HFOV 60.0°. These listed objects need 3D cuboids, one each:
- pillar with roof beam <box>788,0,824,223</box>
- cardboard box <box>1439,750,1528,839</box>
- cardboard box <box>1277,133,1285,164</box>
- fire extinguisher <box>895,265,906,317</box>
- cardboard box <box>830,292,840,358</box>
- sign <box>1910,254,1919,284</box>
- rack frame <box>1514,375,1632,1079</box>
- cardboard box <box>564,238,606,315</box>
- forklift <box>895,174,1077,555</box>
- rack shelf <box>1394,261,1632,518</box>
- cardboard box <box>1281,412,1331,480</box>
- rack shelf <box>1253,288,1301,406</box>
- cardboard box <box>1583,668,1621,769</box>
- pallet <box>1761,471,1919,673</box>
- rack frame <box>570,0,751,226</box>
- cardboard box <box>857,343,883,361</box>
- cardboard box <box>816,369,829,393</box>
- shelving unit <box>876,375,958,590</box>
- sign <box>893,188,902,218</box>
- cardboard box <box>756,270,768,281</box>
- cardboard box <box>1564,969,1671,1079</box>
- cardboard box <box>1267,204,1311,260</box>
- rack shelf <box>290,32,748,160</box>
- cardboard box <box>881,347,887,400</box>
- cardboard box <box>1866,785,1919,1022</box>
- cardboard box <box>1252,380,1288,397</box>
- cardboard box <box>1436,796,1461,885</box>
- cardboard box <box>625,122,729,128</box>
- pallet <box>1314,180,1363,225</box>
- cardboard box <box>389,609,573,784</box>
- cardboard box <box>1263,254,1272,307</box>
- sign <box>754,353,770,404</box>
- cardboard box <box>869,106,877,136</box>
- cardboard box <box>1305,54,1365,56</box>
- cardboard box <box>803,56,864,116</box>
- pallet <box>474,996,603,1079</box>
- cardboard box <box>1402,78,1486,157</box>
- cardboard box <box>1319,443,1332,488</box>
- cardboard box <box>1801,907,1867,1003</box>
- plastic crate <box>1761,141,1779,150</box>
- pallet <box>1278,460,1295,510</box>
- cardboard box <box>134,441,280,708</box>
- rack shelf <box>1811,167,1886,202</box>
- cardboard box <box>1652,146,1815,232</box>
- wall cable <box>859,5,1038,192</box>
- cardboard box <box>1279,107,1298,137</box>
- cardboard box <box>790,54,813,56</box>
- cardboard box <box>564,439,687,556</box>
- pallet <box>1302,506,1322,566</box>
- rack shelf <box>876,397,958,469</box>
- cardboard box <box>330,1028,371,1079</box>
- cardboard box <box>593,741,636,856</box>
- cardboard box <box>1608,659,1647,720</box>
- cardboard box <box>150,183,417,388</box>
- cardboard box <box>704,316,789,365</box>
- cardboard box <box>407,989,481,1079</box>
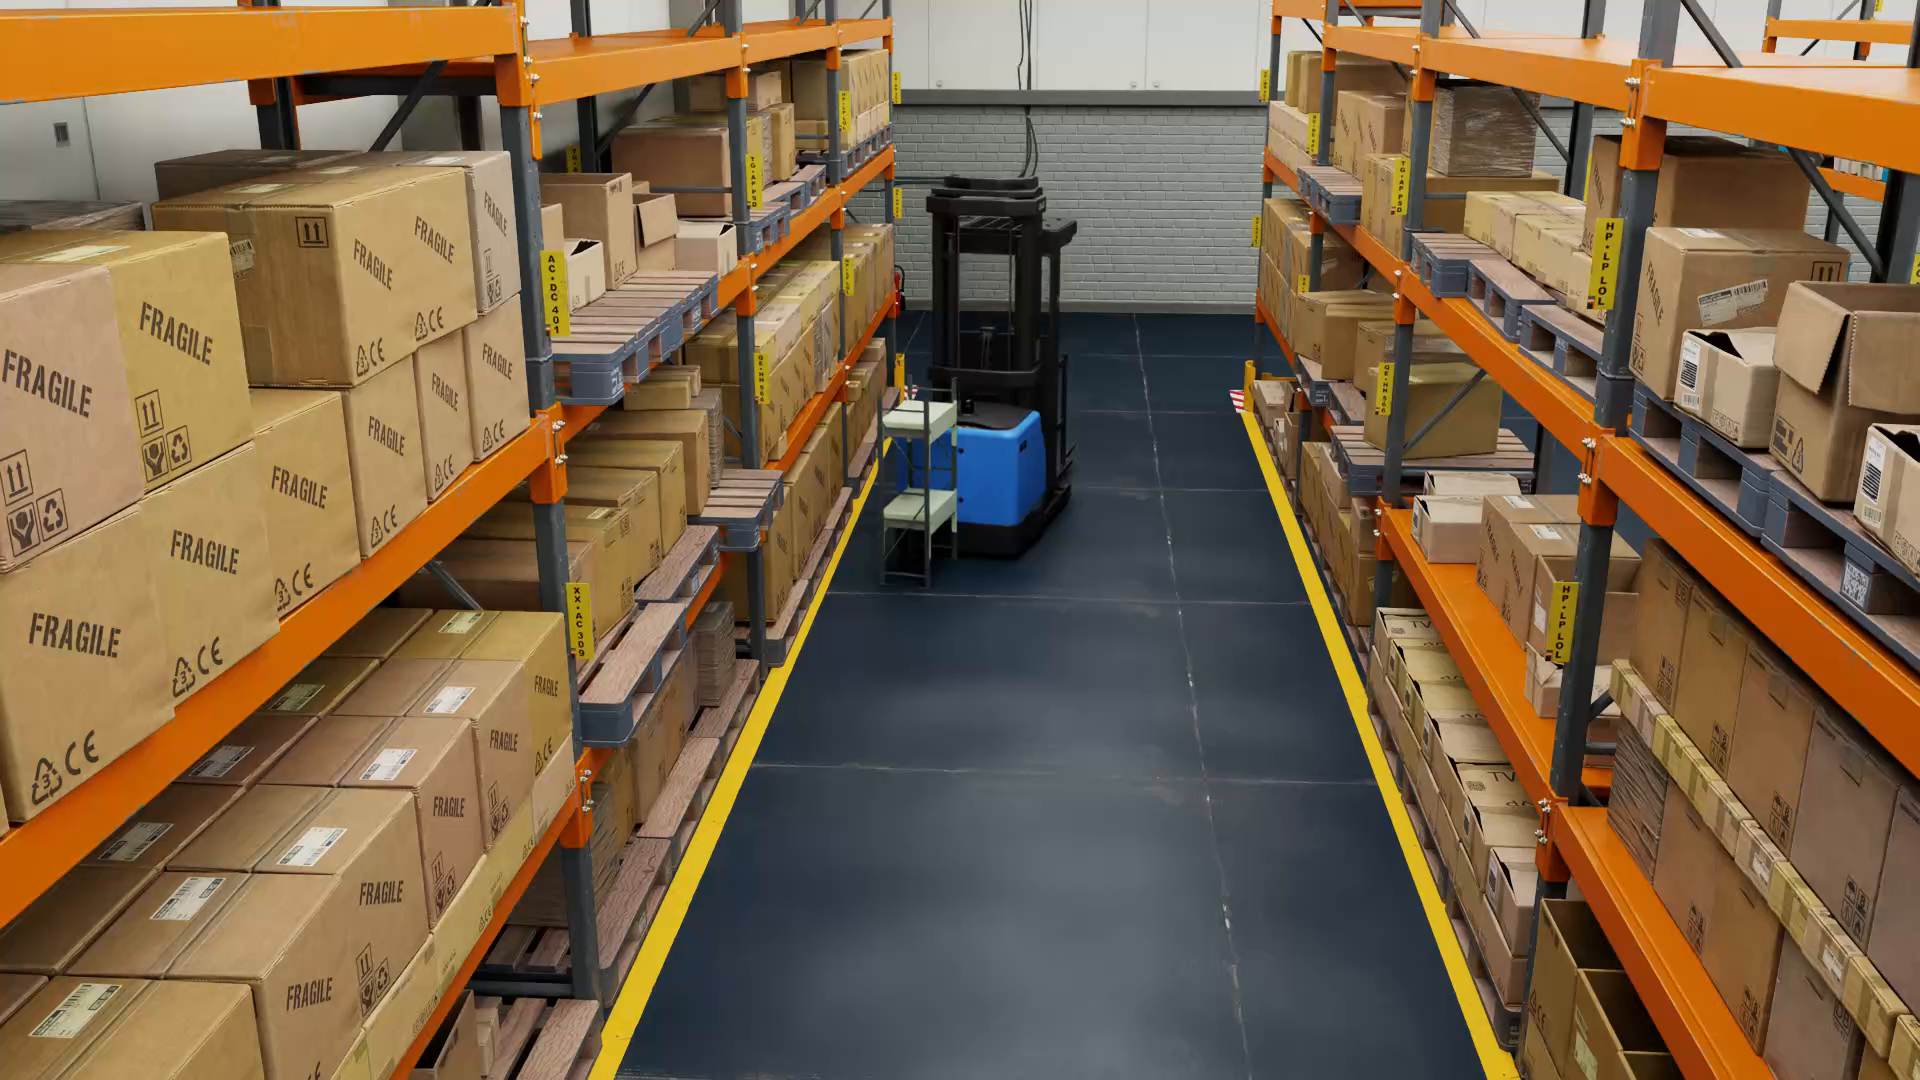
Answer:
[{"bbox_3d":[2.407,-6.610,19.643,9.100,9.000,0.400,1,18,4],"label":"pillar with roof beam"},{"bbox_3d":[2.675,1.231,8.190,0.500,0.311,0.500,1,18,4],"label":"cardboard box"},{"bbox_3d":[3.350,-3.778,16.058,0.500,0.250,0.500,1,18,4],"label":"cardboard box"},{"bbox_3d":[-0.747,-2.820,18.434,0.296,0.674,0.183,1,18,4],"label":"fire extinguisher"},{"bbox_3d":[-1.287,-1.804,13.941,0.500,0.500,0.500,1,18,3],"label":"cardboard box"},{"bbox_3d":[3.417,-0.858,5.948,0.100,0.325,0.005,1,18,4],"label":"sign"},{"bbox_3d":[2.863,0.839,6.544,1.000,3.000,0.127,1,18,4],"label":"rack frame"},{"bbox_3d":[-1.915,-1.212,7.456,0.500,0.311,0.500,2,18,6],"label":"cardboard box"},{"bbox_3d":[0.370,-1.696,14.393,1.130,2.935,3.031,5,19,15],"label":"forklift"},{"bbox_3d":[3.006,-0.865,8.085,1.077,0.370,4.000,1,18,4],"label":"rack shelf"},{"bbox_3d":[3.194,-0.850,15.007,0.500,0.500,0.500,1,18,4],"label":"cardboard box"},{"bbox_3d":[3.580,-1.925,16.135,1.077,0.370,4.000,1,18,4],"label":"rack shelf"},{"bbox_3d":[2.855,0.757,7.037,0.500,0.250,0.500,2,18,7],"label":"cardboard box"},{"bbox_3d":[2.737,0.099,4.128,1.003,0.211,1.213,1,18,4],"label":"pallet"},{"bbox_3d":[-1.792,-3.363,9.736,1.000,3.000,0.127,1,18,4],"label":"rack frame"},{"bbox_3d":[-1.014,-1.974,17.428,0.380,0.149,0.250,2,18,5],"label":"cardboard box"},{"bbox_3d":[-1.265,-1.292,13.420,0.380,0.149,0.250,1,18,4],"label":"cardboard box"},{"bbox_3d":[-0.323,-0.459,12.915,0.431,1.500,0.755,5,19,15],"label":"shelving unit"},{"bbox_3d":[-0.678,-3.643,17.985,0.100,0.325,0.005,1,18,4],"label":"sign"},{"bbox_3d":[-1.829,-2.010,13.365,0.500,0.250,0.500,1,18,5],"label":"cardboard box"},{"bbox_3d":[2.489,1.883,5.898,0.500,0.500,0.500,1,18,4],"label":"cardboard box"},{"bbox_3d":[3.398,-3.116,16.849,0.500,0.500,0.500,1,18,4],"label":"cardboard box"},{"bbox_3d":[-1.935,-2.210,8.014,1.077,0.370,4.000,1,18,4],"label":"rack shelf"},{"bbox_3d":[-1.169,-1.789,17.906,0.700,0.500,0.500,1,18,4],"label":"cardboard box"},{"bbox_3d":[2.694,0.936,4.004,0.700,0.500,0.500,1,18,4],"label":"cardboard box"},{"bbox_3d":[3.350,-1.620,17.920,0.380,0.149,0.250,1,18,4],"label":"cardboard box"},{"bbox_3d":[2.678,1.495,8.284,0.500,0.250,0.500,2,18,5],"label":"cardboard box"},{"bbox_3d":[-1.829,-2.512,11.088,0.700,0.500,0.500,0,18,1],"label":"cardboard box"},{"bbox_3d":[3.248,-2.458,12.093,1.213,0.211,1.003,1,18,4],"label":"pallet"},{"bbox_3d":[-1.804,0.589,6.313,0.500,0.500,0.500,1,18,4],"label":"cardboard box"},{"bbox_3d":[3.397,-2.643,17.011,0.500,0.500,0.500,1,18,3],"label":"cardboard box"},{"bbox_3d":[-1.250,-1.016,10.474,0.100,0.325,0.005,1,18,4],"label":"sign"},{"bbox_3d":[-1.074,-4.041,16.028,0.500,0.250,0.500,1,18,2],"label":"cardboard box"},{"bbox_3d":[3.653,-4.365,15.843,0.700,0.500,0.500,1,18,4],"label":"cardboard box"},{"bbox_3d":[-1.143,-4.087,14.964,0.500,0.500,0.500,1,18,3],"label":"cardboard box"},{"bbox_3d":[-2.091,2.264,6.673,1.003,0.211,1.213,1,18,4],"label":"pallet"},{"bbox_3d":[3.260,-2.803,11.077,0.500,0.500,0.500,1,18,4],"label":"cardboard box"},{"bbox_3d":[3.087,-0.568,12.941,0.500,0.250,0.500,1,18,4],"label":"cardboard box"},{"bbox_3d":[2.522,1.121,4.482,0.380,0.149,0.250,1,18,3],"label":"cardboard box"},{"bbox_3d":[8.358,-4.026,16.785,0.497,0.269,0.590,1,18,4],"label":"plastic crate"},{"bbox_3d":[3.487,-0.533,15.212,1.003,0.211,1.213,1,18,4],"label":"pallet"},{"bbox_3d":[-1.984,0.064,3.900,0.500,0.500,0.500,2,18,6],"label":"cardboard box"},{"bbox_3d":[8.520,-3.238,15.327,1.077,0.370,4.000,1,18,4],"label":"rack shelf"},{"bbox_3d":[2.946,-1.261,6.500,0.500,0.500,0.500,2,18,5],"label":"cardboard box"},{"bbox_3d":[-0.456,-6.121,23.138,3.097,2.526,0.112,1,18,4],"label":"wall cable"},{"bbox_3d":[3.354,-4.015,15.980,0.500,0.250,0.500,1,18,4],"label":"cardboard box"},{"bbox_3d":[-1.636,-4.258,15.484,0.500,0.500,0.500,1,18,2],"label":"cardboard box"},{"bbox_3d":[-1.882,-0.235,8.957,0.700,0.500,0.500,1,18,4],"label":"cardboard box"},{"bbox_3d":[3.416,-0.067,13.788,1.003,0.211,1.213,1,18,4],"label":"pallet"},{"bbox_3d":[-0.323,-0.830,12.794,0.431,0.370,0.720,5,19,15],"label":"rack shelf"},{"bbox_3d":[-1.948,1.570,4.524,0.500,0.250,0.500,1,18,3],"label":"cardboard box"},{"bbox_3d":[-2.055,1.318,8.391,0.700,0.500,0.500,1,18,3],"label":"cardboard box"},{"bbox_3d":[2.650,0.563,6.186,0.380,0.149,0.250,1,18,4],"label":"cardboard box"},{"bbox_3d":[-1.900,-0.733,4.728,0.500,0.500,0.500,1,18,2],"label":"cardboard box"},{"bbox_3d":[-1.464,-1.369,11.410,0.500,0.250,0.500,1,18,3],"label":"cardboard box"},{"bbox_3d":[-2.113,2.032,6.213,0.500,0.500,0.500,0,18,0],"label":"cardboard box"}]
